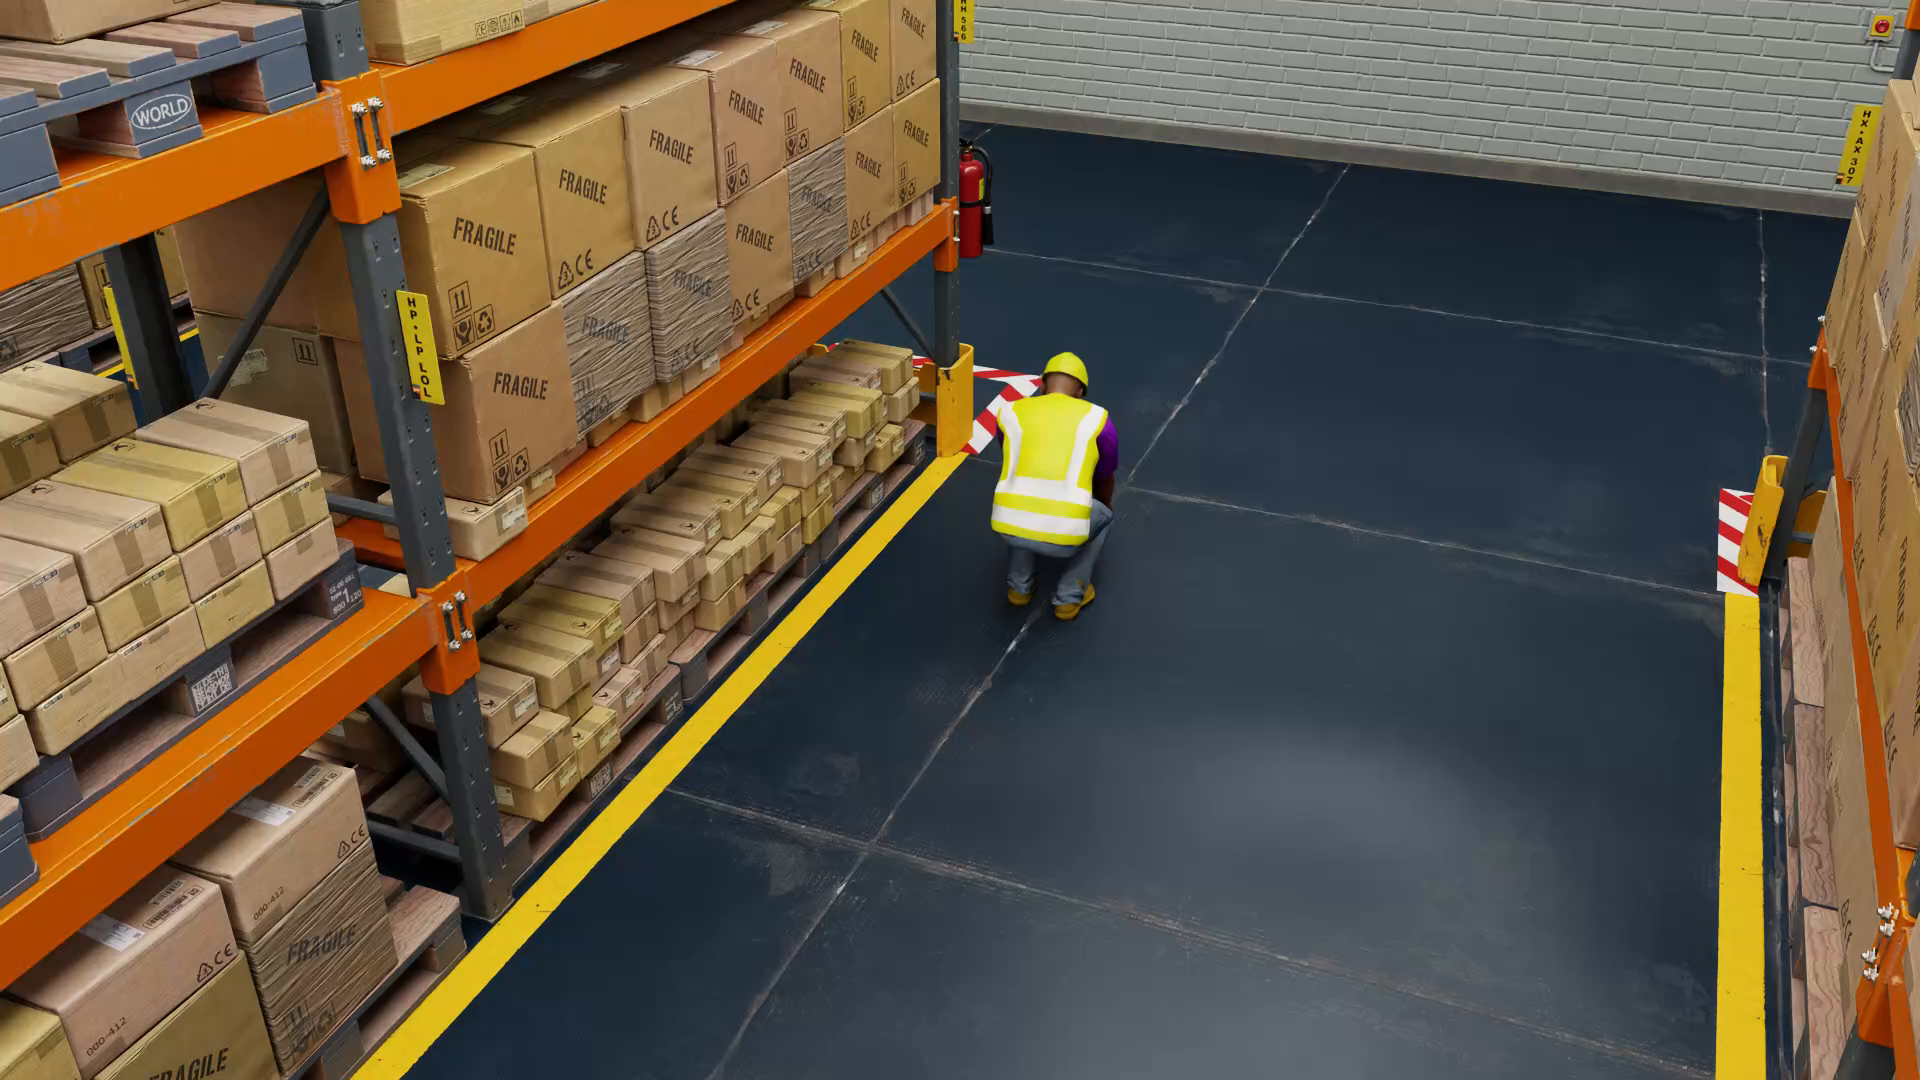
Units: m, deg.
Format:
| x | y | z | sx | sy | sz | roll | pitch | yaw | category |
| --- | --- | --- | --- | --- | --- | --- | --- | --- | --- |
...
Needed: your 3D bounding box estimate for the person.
| x | y | z | sx | sy | sz | roll | pitch | yaw | category |
| --- | --- | --- | --- | --- | --- | --- | --- | --- | --- |
| 0.395 | -0.241 | 7.305 | 0.545 | 1.014 | 0.898 | 10 | 31 | 17 | person |
